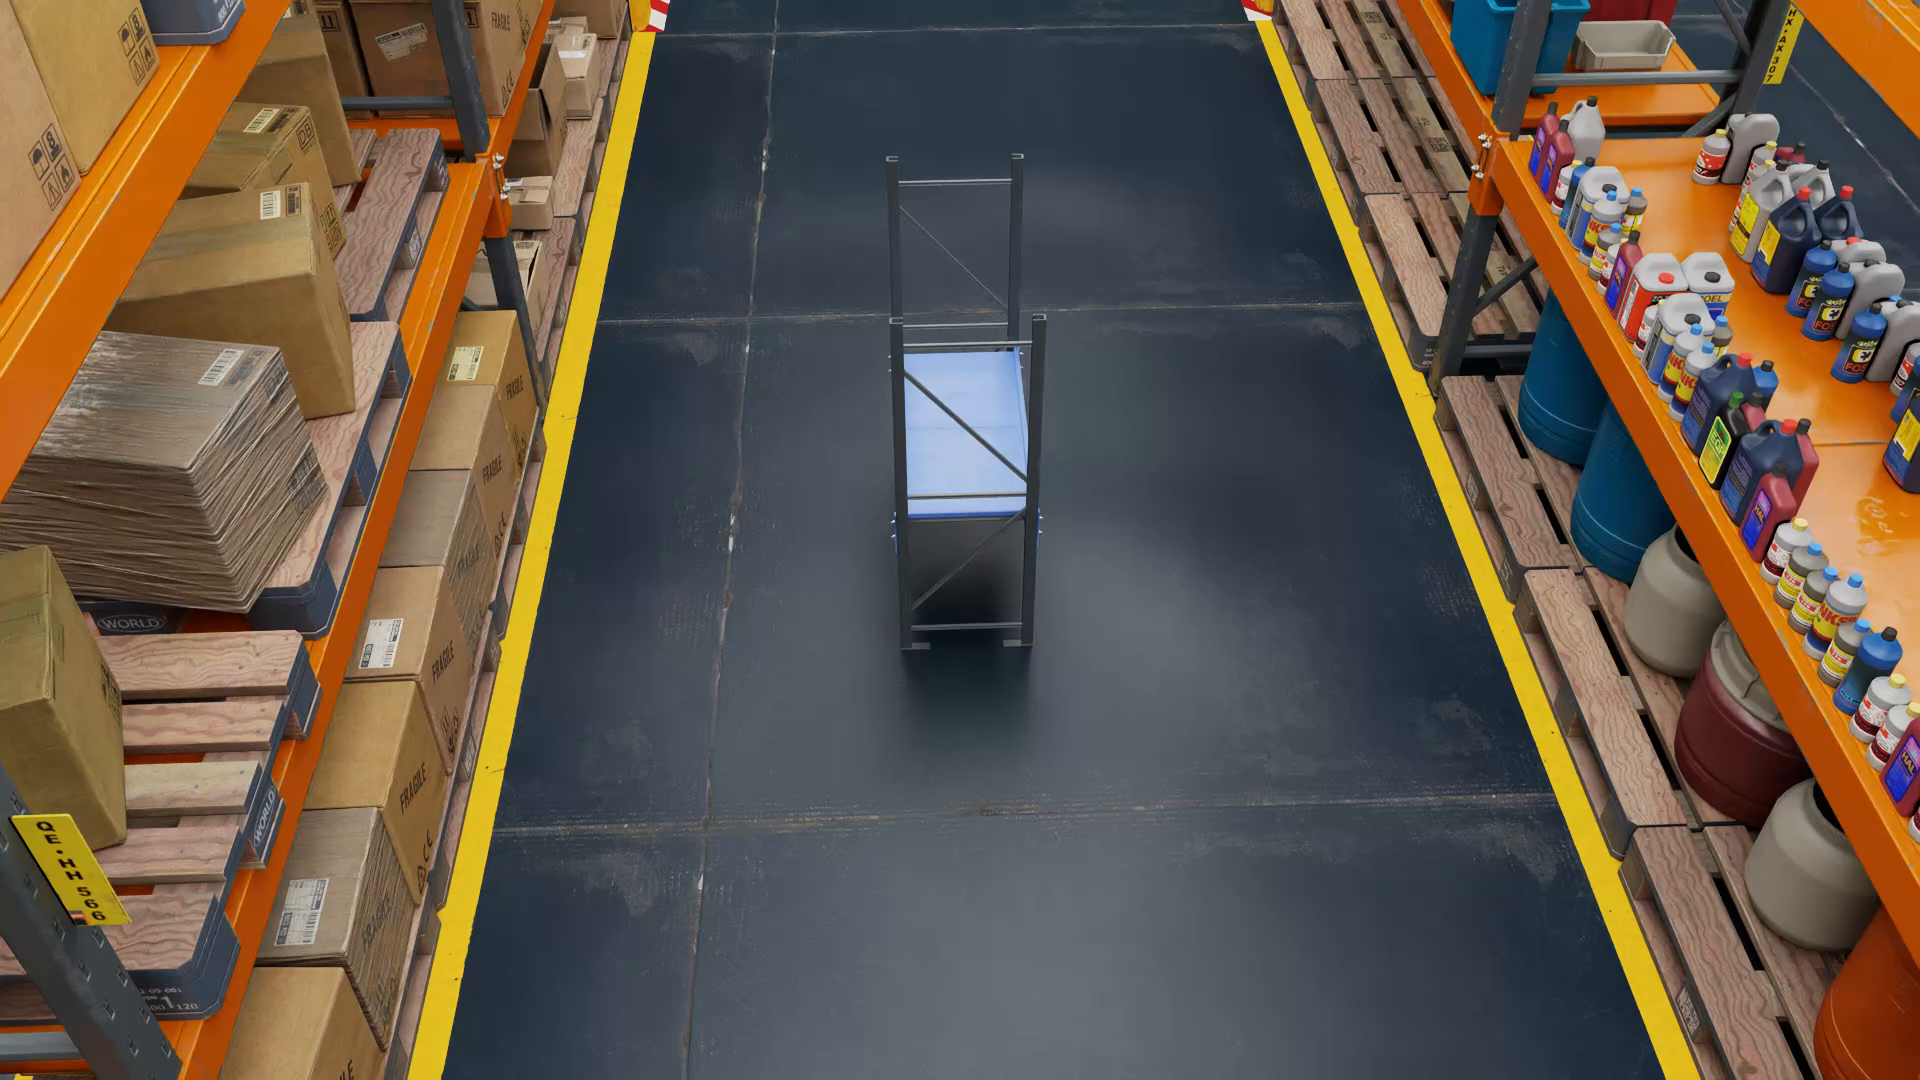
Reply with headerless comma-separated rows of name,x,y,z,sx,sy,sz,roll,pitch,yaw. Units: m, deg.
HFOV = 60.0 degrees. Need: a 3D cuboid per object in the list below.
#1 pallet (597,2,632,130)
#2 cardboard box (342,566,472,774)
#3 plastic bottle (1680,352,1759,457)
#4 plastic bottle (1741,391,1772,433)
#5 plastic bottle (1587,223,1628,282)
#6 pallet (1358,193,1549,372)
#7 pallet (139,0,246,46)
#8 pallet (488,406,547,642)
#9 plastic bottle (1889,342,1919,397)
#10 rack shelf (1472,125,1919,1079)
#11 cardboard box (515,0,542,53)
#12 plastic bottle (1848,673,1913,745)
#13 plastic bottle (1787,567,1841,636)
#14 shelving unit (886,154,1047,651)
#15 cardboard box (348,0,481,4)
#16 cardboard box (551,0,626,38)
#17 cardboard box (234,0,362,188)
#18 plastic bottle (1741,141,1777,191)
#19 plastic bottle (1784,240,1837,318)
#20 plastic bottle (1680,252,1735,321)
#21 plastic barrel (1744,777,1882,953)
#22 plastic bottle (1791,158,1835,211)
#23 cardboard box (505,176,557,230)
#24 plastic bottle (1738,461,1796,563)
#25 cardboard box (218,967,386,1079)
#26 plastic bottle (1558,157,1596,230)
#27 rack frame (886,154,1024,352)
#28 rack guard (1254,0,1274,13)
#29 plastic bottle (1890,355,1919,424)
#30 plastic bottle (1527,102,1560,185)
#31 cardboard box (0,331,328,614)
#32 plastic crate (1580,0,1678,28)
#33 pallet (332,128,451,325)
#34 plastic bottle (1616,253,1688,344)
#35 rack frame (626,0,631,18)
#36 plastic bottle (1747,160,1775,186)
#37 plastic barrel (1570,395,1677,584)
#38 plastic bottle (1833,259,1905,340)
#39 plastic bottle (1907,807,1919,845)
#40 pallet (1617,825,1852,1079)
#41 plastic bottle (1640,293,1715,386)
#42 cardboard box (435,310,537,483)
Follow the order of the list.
pallet,-2.464,-2.736,9.579,1.003,0.211,1.213,-2,43,-2
cardboard box,-1.968,0.447,5.567,0.500,0.500,0.500,-3,43,-3
plastic bottle,2.316,-0.430,5.036,0.144,0.351,0.185,-2,43,-2
plastic bottle,2.342,-0.299,4.942,0.061,0.283,0.133,-2,43,-2
plastic bottle,2.253,-1.005,5.773,0.097,0.201,0.097,0,43,0
pallet,2.547,-1.260,7.969,1.003,0.211,1.213,-2,43,-2
pallet,-2.328,-1.548,4.138,1.213,0.211,1.003,-2,43,-2
pallet,-2.260,-0.077,6.678,1.003,0.211,1.213,-2,43,-2
plastic bottle,3.041,-0.551,5.278,0.097,0.201,0.097,0,43,0
rack shelf,2.702,-0.178,5.256,1.077,0.370,4.000,-2,43,-2
cardboard box,-2.107,-2.388,7.061,0.500,0.500,0.500,-1,43,-1
plastic bottle,2.342,0.420,4.219,0.097,0.201,0.097,0,43,0
plastic bottle,2.326,0.157,4.506,0.097,0.201,0.097,0,43,0
shelving unit,0.004,-0.495,6.180,0.538,1.500,1.048,-2,43,-2
cardboard box,-2.071,-2.385,6.318,0.500,0.500,0.500,-1,43,-1
cardboard box,-2.233,-3.234,9.583,0.500,0.500,0.500,-2,43,-2
cardboard box,-2.536,-1.519,5.802,0.700,0.500,0.500,-15,45,-16
plastic bottle,2.989,-1.385,6.189,0.097,0.201,0.097,0,43,0
plastic bottle,2.869,-0.886,5.591,0.097,0.271,0.097,0,43,0
plastic bottle,2.447,-0.803,5.498,0.152,0.276,0.135,-2,43,-2
plastic barrel,2.635,0.961,5.012,0.421,0.512,0.421,0,43,0
plastic bottle,2.983,-1.164,5.836,0.144,0.351,0.185,-2,43,-2
cardboard box,-2.181,-1.644,8.095,0.380,0.166,0.250,-2,43,-2
plastic bottle,2.295,-0.082,4.706,0.061,0.283,0.133,-2,43,-2
cardboard box,-1.896,1.491,4.428,0.500,0.500,0.500,0,43,0
plastic bottle,2.239,-1.253,5.992,0.097,0.271,0.097,0,43,0
rack frame,-0.018,-0.838,6.555,0.500,1.500,0.032,-2,43,-2
rack guard,2.433,-3.588,10.294,1.175,0.500,0.348,-2,43,-2
plastic bottle,2.986,-0.485,5.154,0.097,0.271,0.097,0,43,0
plastic bottle,2.206,-1.490,6.242,0.061,0.283,0.133,-2,43,-2
cardboard box,-2.150,-0.189,4.352,0.700,0.500,0.500,6,43,6
plastic crate,2.829,-2.449,7.110,0.402,0.464,0.583,-2,43,-2
pallet,-2.408,-1.040,5.807,1.003,0.211,1.213,-2,43,-2
plastic bottle,2.295,-0.799,5.493,0.152,0.276,0.135,-2,43,-2
rack frame,-2.502,-4.354,9.280,1.000,3.000,0.127,-2,43,-2
plastic bottle,2.933,-1.294,6.088,0.097,0.201,0.097,0,43,0
plastic barrel,2.653,-0.328,6.131,0.600,0.901,0.708,-2,43,-2
plastic bottle,2.999,-0.813,5.508,0.152,0.276,0.135,-2,43,-2
plastic bottle,2.356,0.641,3.977,0.097,0.201,0.097,0,43,0
pallet,2.711,1.404,5.062,1.003,0.211,1.213,-2,43,-2
plastic bottle,2.305,-0.642,5.323,0.152,0.276,0.135,-2,43,-2
cardboard box,-2.025,-0.569,6.675,0.500,0.500,0.500,-2,43,-2
